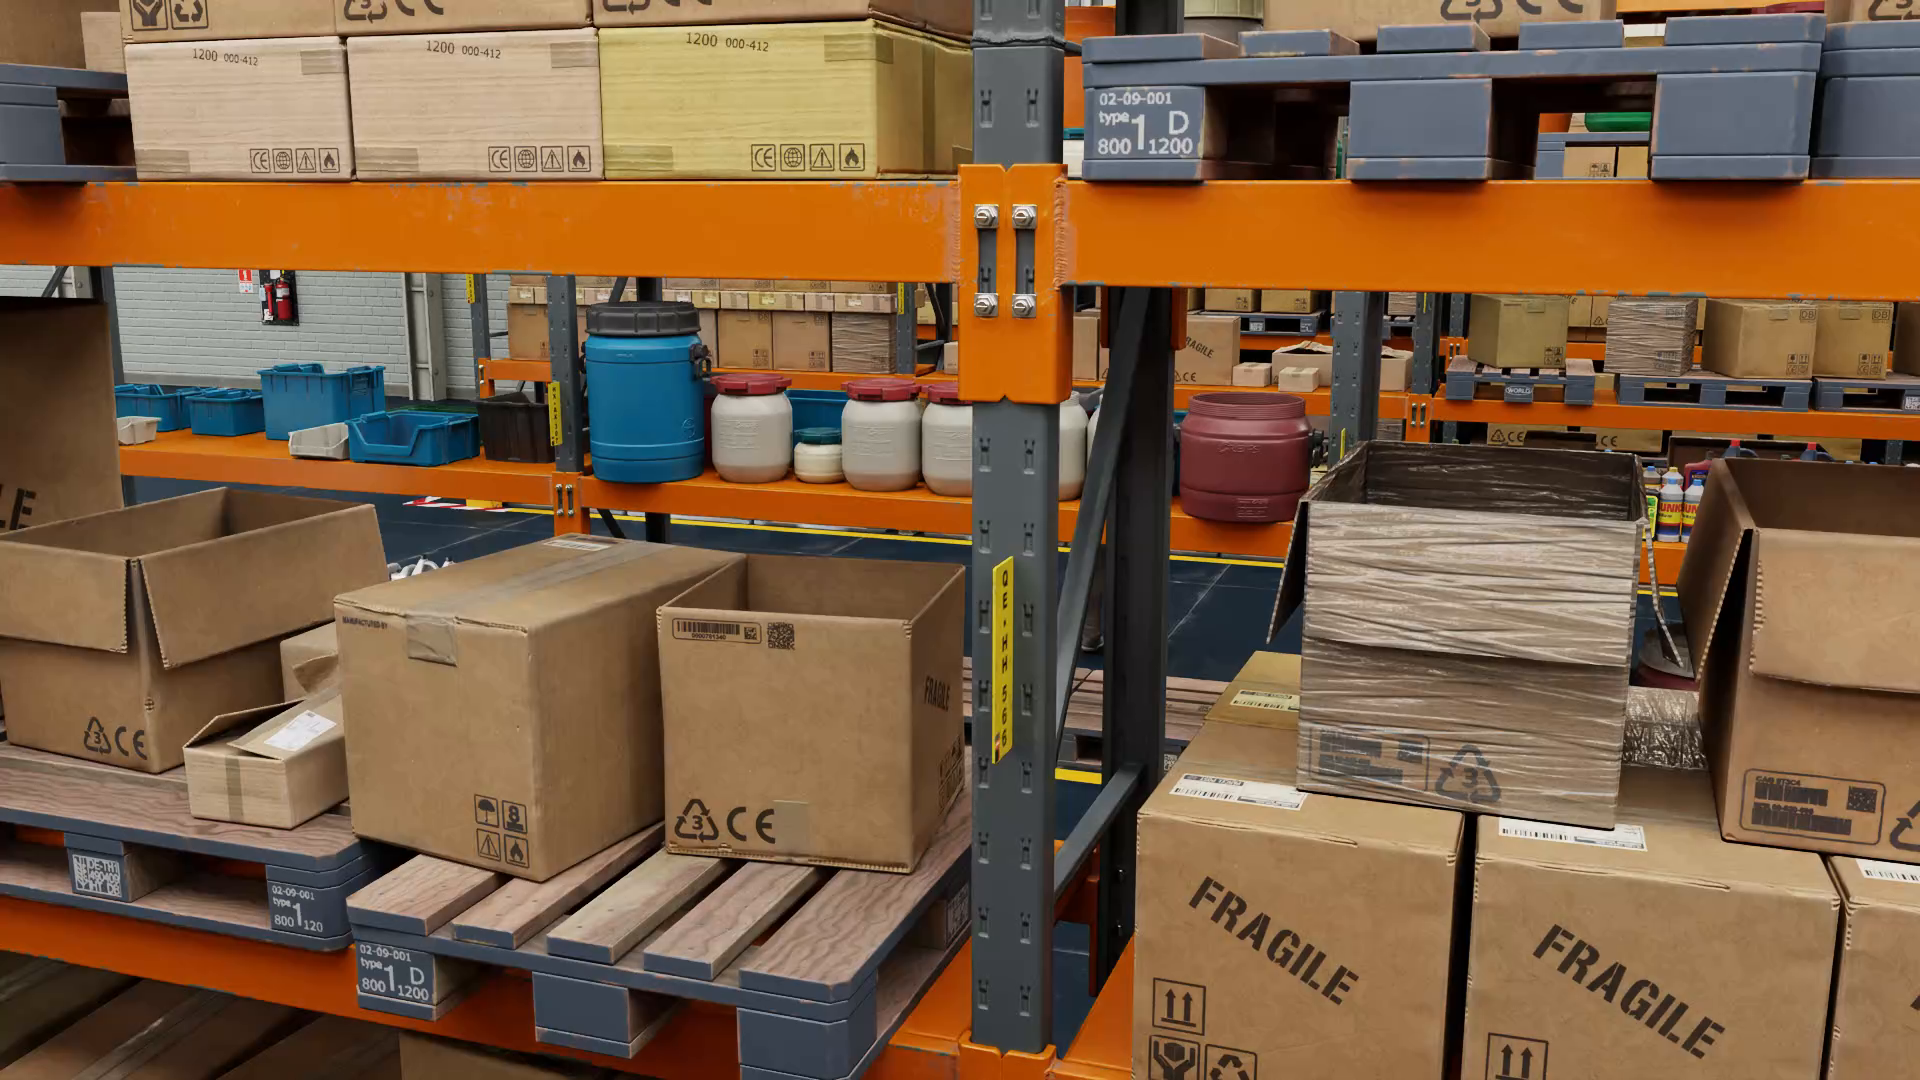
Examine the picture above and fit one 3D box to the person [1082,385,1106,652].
[{"bbox_3d":[0.919,-0.131,10.092,0.453,1.653,0.534,4,13,19],"label":"person"}]
